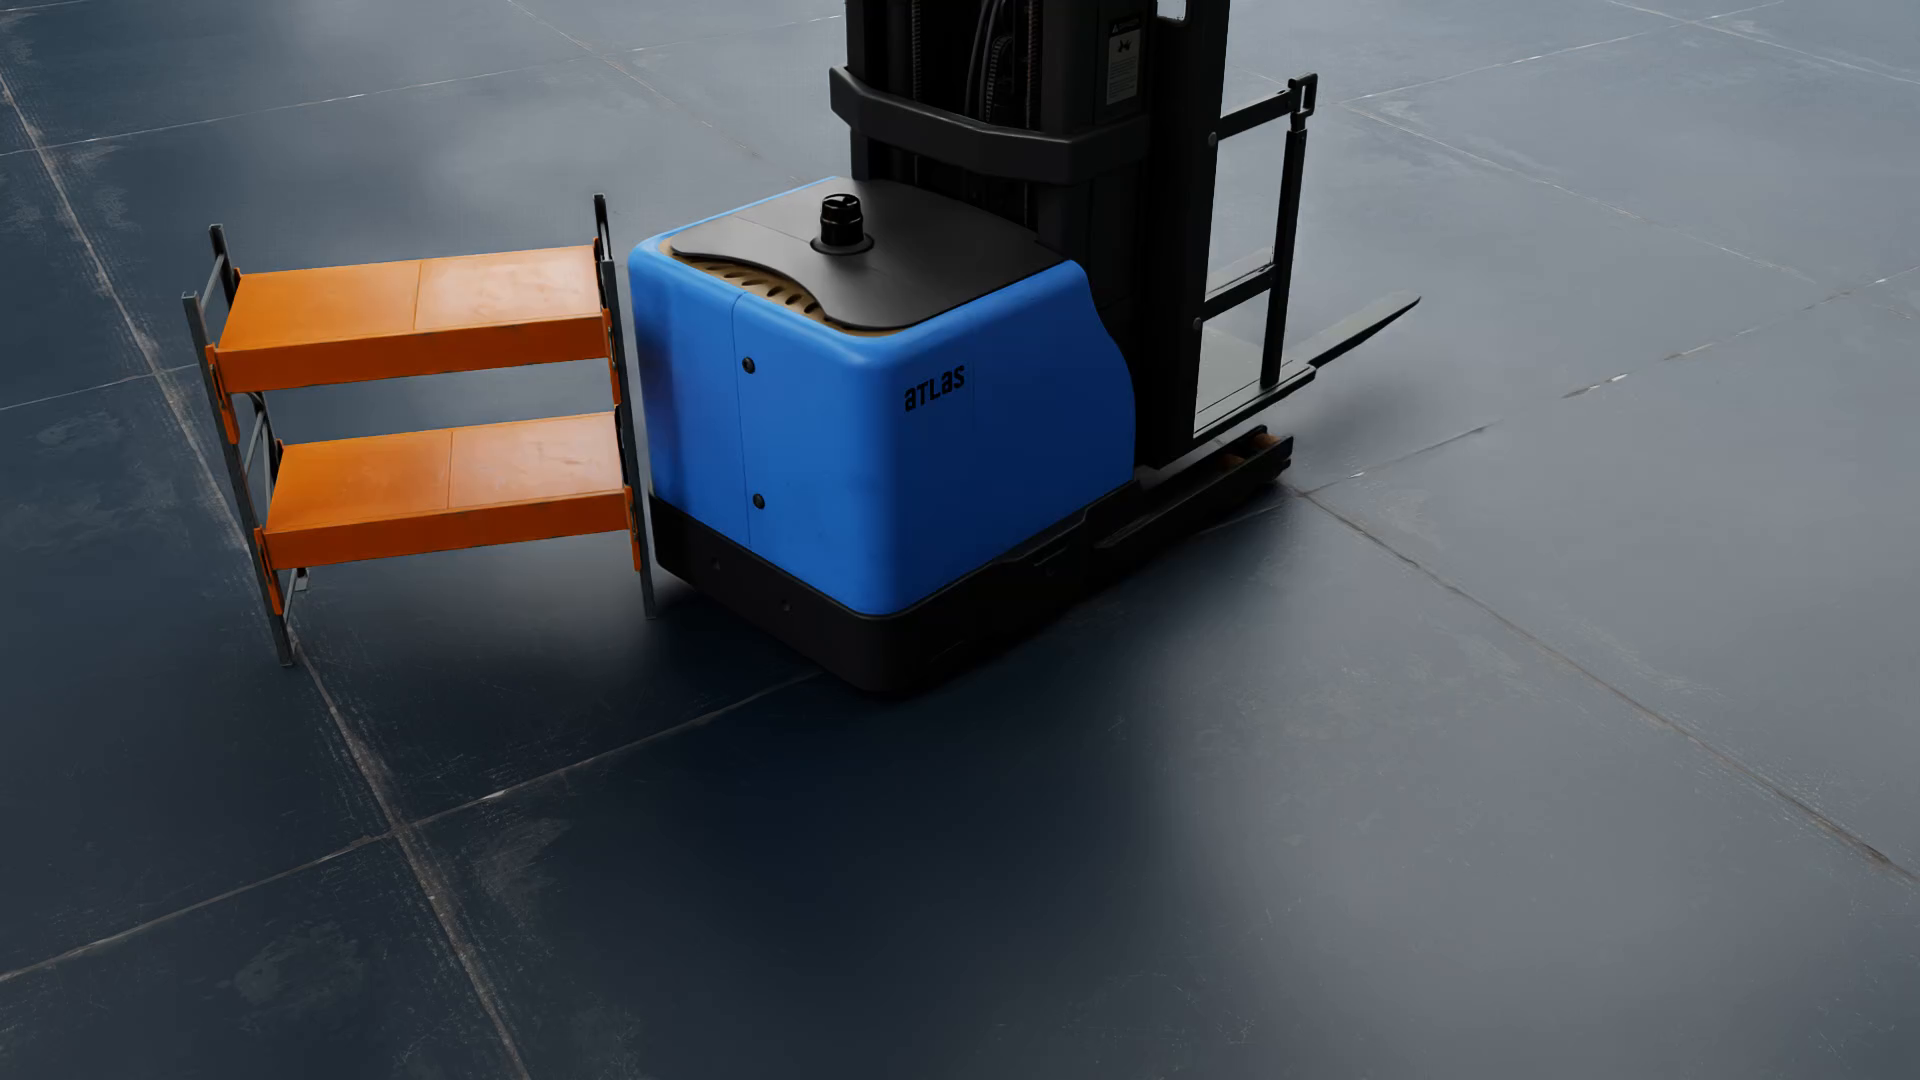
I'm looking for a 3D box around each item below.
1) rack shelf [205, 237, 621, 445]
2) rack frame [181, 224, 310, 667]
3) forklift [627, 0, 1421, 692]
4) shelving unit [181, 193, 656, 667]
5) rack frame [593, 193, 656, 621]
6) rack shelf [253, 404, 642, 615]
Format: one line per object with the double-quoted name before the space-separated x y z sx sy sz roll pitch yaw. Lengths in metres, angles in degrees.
"rack shelf" -1.458 -0.557 4.531 1.000 0.278 0.538 -7 33 -11
"rack frame" -1.953 -0.249 4.590 0.032 1.125 0.500 -7 33 -11
"forklift" 0.461 -1.522 4.916 1.130 2.935 3.031 27 41 36
"shelving unit" -1.458 -0.310 4.687 1.048 1.125 0.538 -7 33 -11
"rack frame" -0.963 -0.371 4.784 0.032 1.125 0.500 -7 33 -11
"rack shelf" -1.458 -0.103 4.817 1.000 0.278 0.538 -7 33 -11
